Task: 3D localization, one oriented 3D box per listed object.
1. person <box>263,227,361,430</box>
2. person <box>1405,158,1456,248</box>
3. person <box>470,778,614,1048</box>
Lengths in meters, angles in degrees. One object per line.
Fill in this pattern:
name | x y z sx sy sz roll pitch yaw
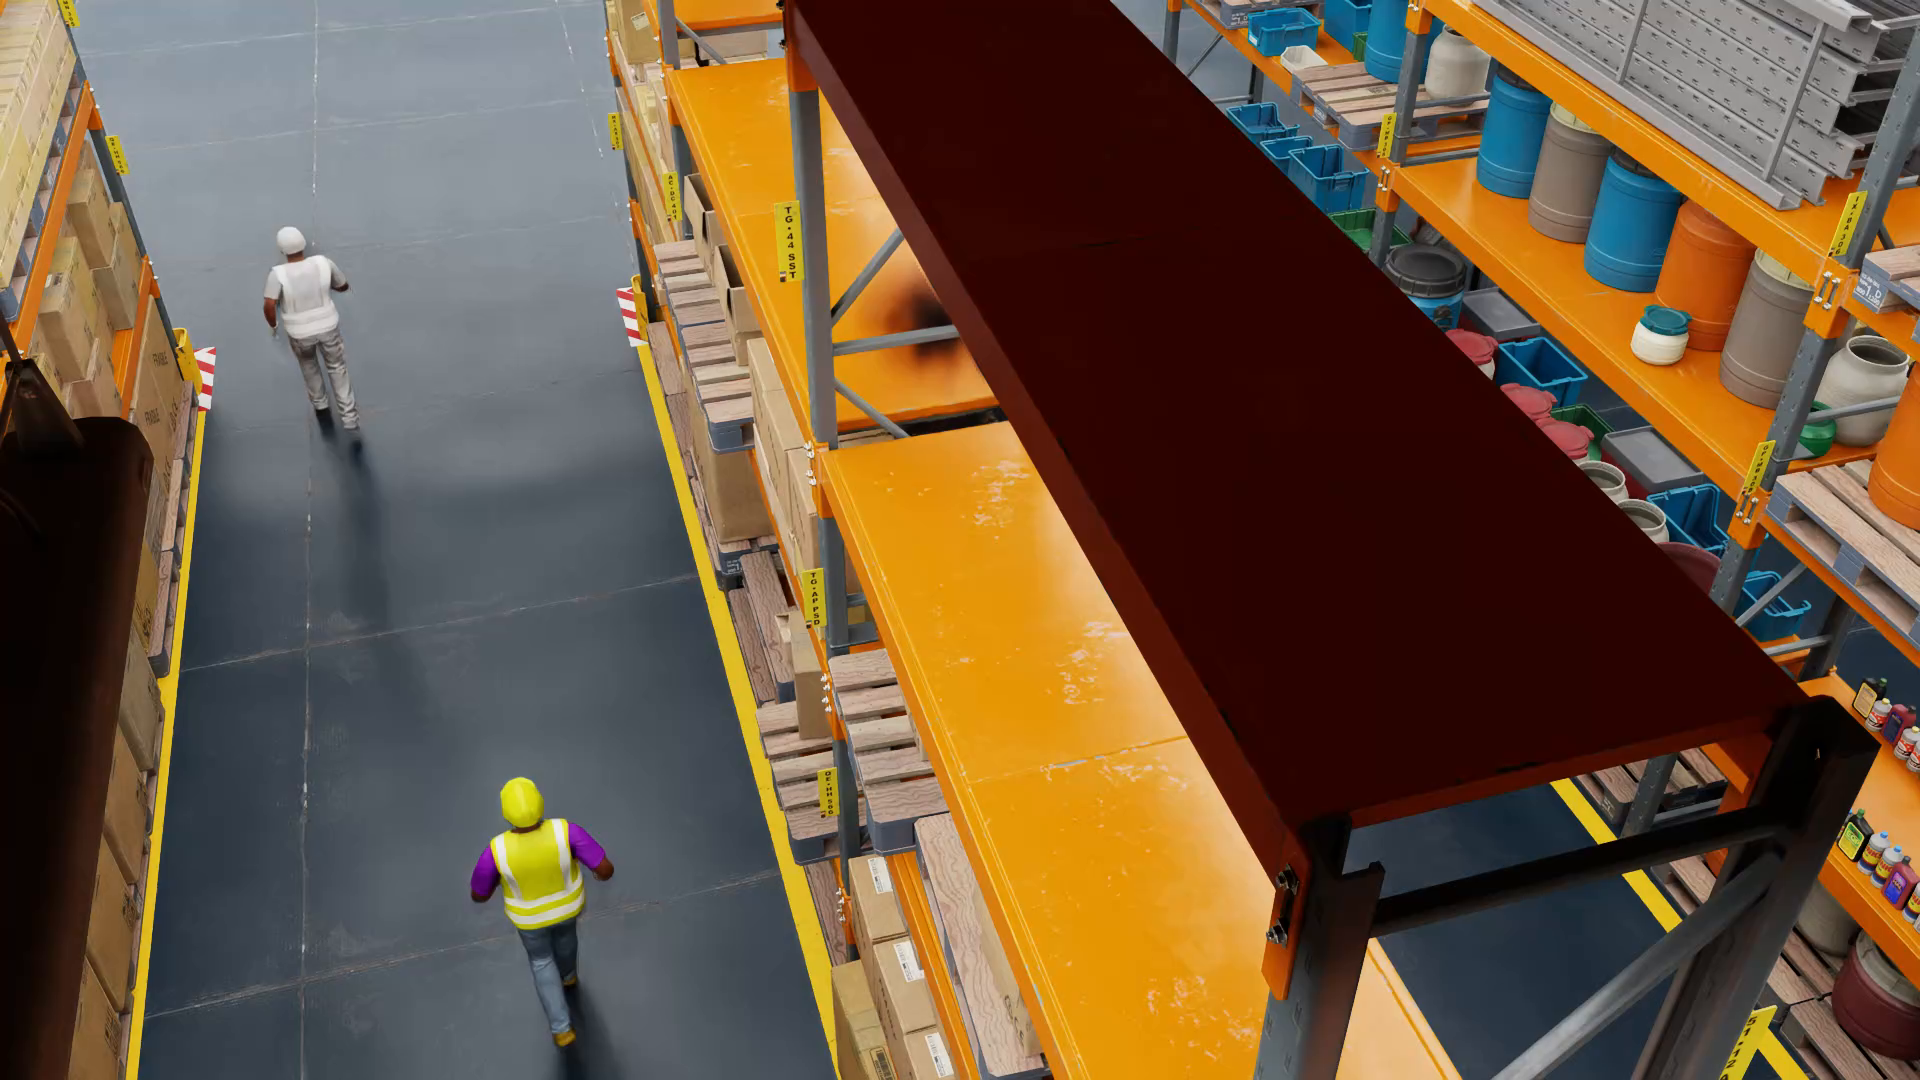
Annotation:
person | -5.235 -1.698 13.508 0.696 1.827 0.871 -18 42 -21
person | 4.202 -2.752 14.999 0.542 1.633 0.671 -10 40 -13
person | -2.214 1.963 8.919 0.723 1.755 0.861 -15 41 -19
